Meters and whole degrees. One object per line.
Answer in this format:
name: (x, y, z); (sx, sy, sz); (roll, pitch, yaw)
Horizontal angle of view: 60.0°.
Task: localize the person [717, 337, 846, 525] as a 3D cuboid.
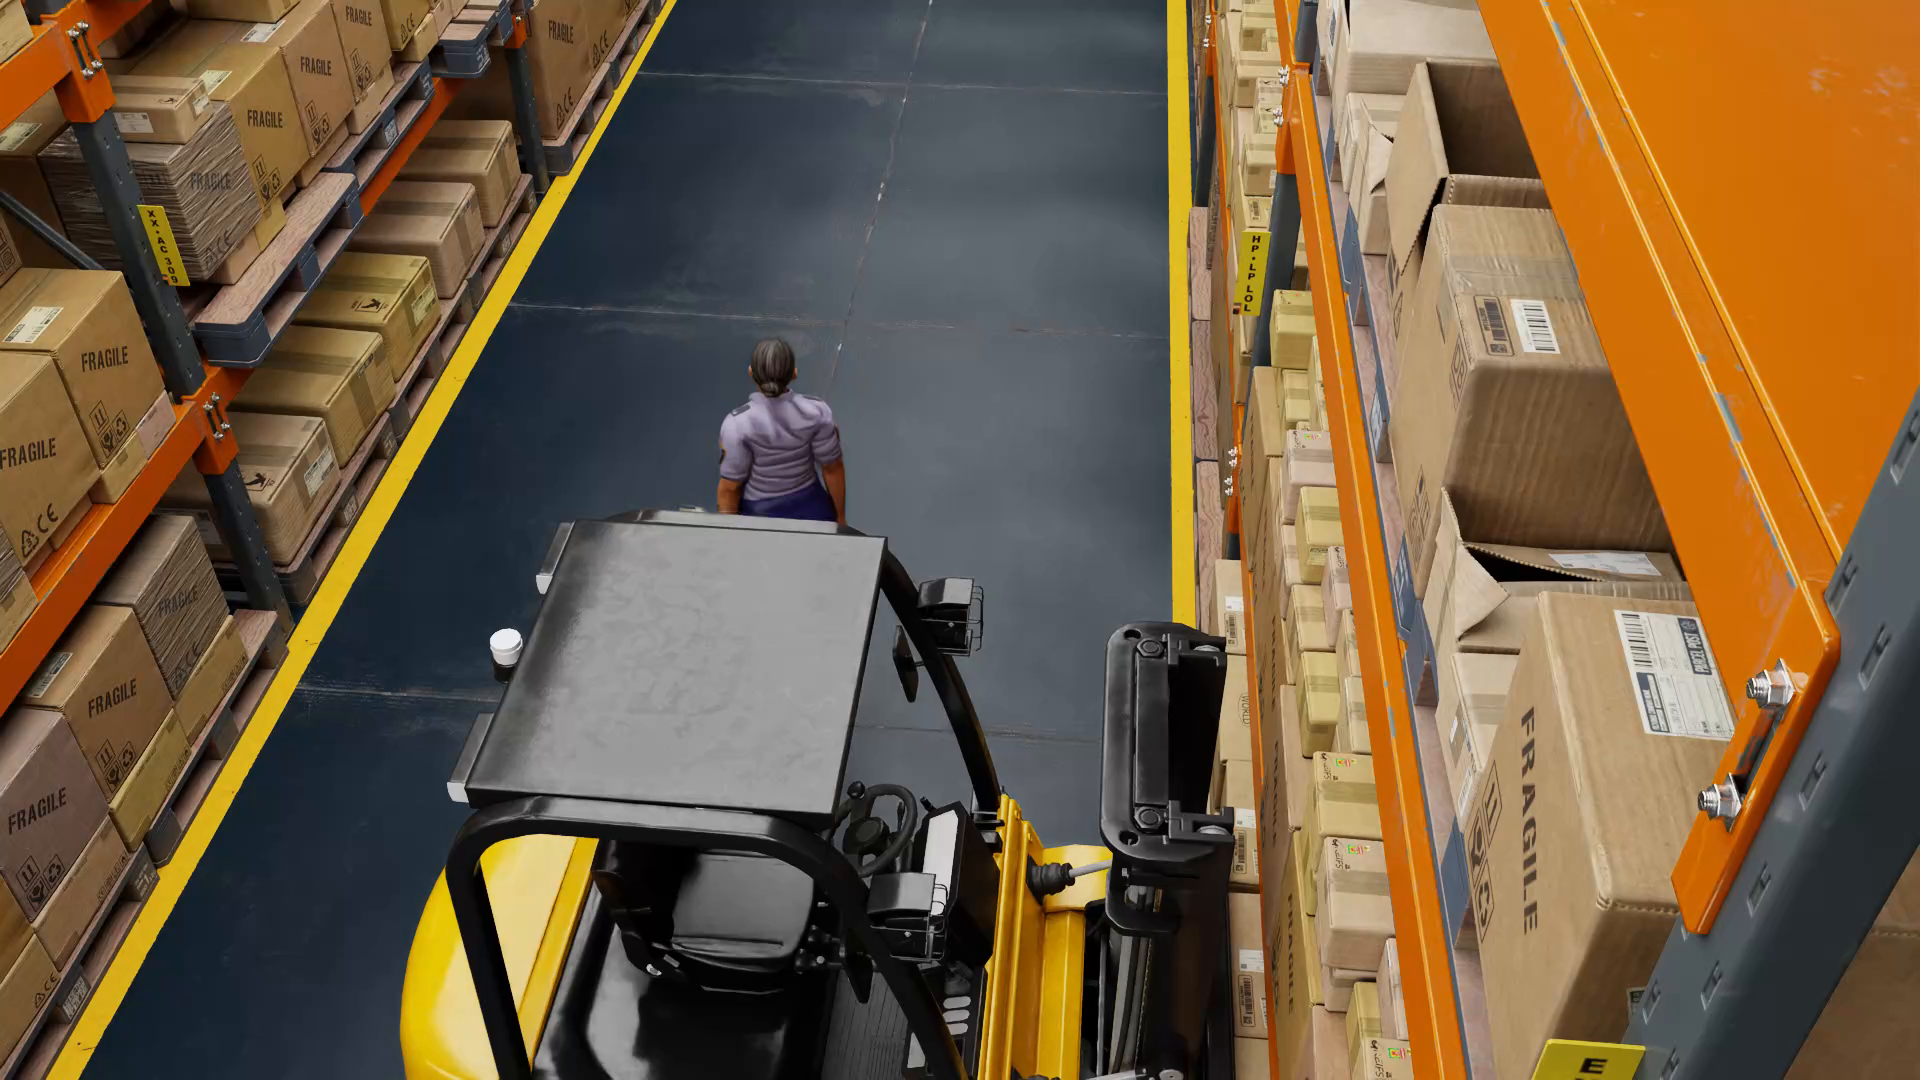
person: (-0.677, 0.000, 6.480); (0.556, 1.620, 0.558); (-19, 44, -21)
